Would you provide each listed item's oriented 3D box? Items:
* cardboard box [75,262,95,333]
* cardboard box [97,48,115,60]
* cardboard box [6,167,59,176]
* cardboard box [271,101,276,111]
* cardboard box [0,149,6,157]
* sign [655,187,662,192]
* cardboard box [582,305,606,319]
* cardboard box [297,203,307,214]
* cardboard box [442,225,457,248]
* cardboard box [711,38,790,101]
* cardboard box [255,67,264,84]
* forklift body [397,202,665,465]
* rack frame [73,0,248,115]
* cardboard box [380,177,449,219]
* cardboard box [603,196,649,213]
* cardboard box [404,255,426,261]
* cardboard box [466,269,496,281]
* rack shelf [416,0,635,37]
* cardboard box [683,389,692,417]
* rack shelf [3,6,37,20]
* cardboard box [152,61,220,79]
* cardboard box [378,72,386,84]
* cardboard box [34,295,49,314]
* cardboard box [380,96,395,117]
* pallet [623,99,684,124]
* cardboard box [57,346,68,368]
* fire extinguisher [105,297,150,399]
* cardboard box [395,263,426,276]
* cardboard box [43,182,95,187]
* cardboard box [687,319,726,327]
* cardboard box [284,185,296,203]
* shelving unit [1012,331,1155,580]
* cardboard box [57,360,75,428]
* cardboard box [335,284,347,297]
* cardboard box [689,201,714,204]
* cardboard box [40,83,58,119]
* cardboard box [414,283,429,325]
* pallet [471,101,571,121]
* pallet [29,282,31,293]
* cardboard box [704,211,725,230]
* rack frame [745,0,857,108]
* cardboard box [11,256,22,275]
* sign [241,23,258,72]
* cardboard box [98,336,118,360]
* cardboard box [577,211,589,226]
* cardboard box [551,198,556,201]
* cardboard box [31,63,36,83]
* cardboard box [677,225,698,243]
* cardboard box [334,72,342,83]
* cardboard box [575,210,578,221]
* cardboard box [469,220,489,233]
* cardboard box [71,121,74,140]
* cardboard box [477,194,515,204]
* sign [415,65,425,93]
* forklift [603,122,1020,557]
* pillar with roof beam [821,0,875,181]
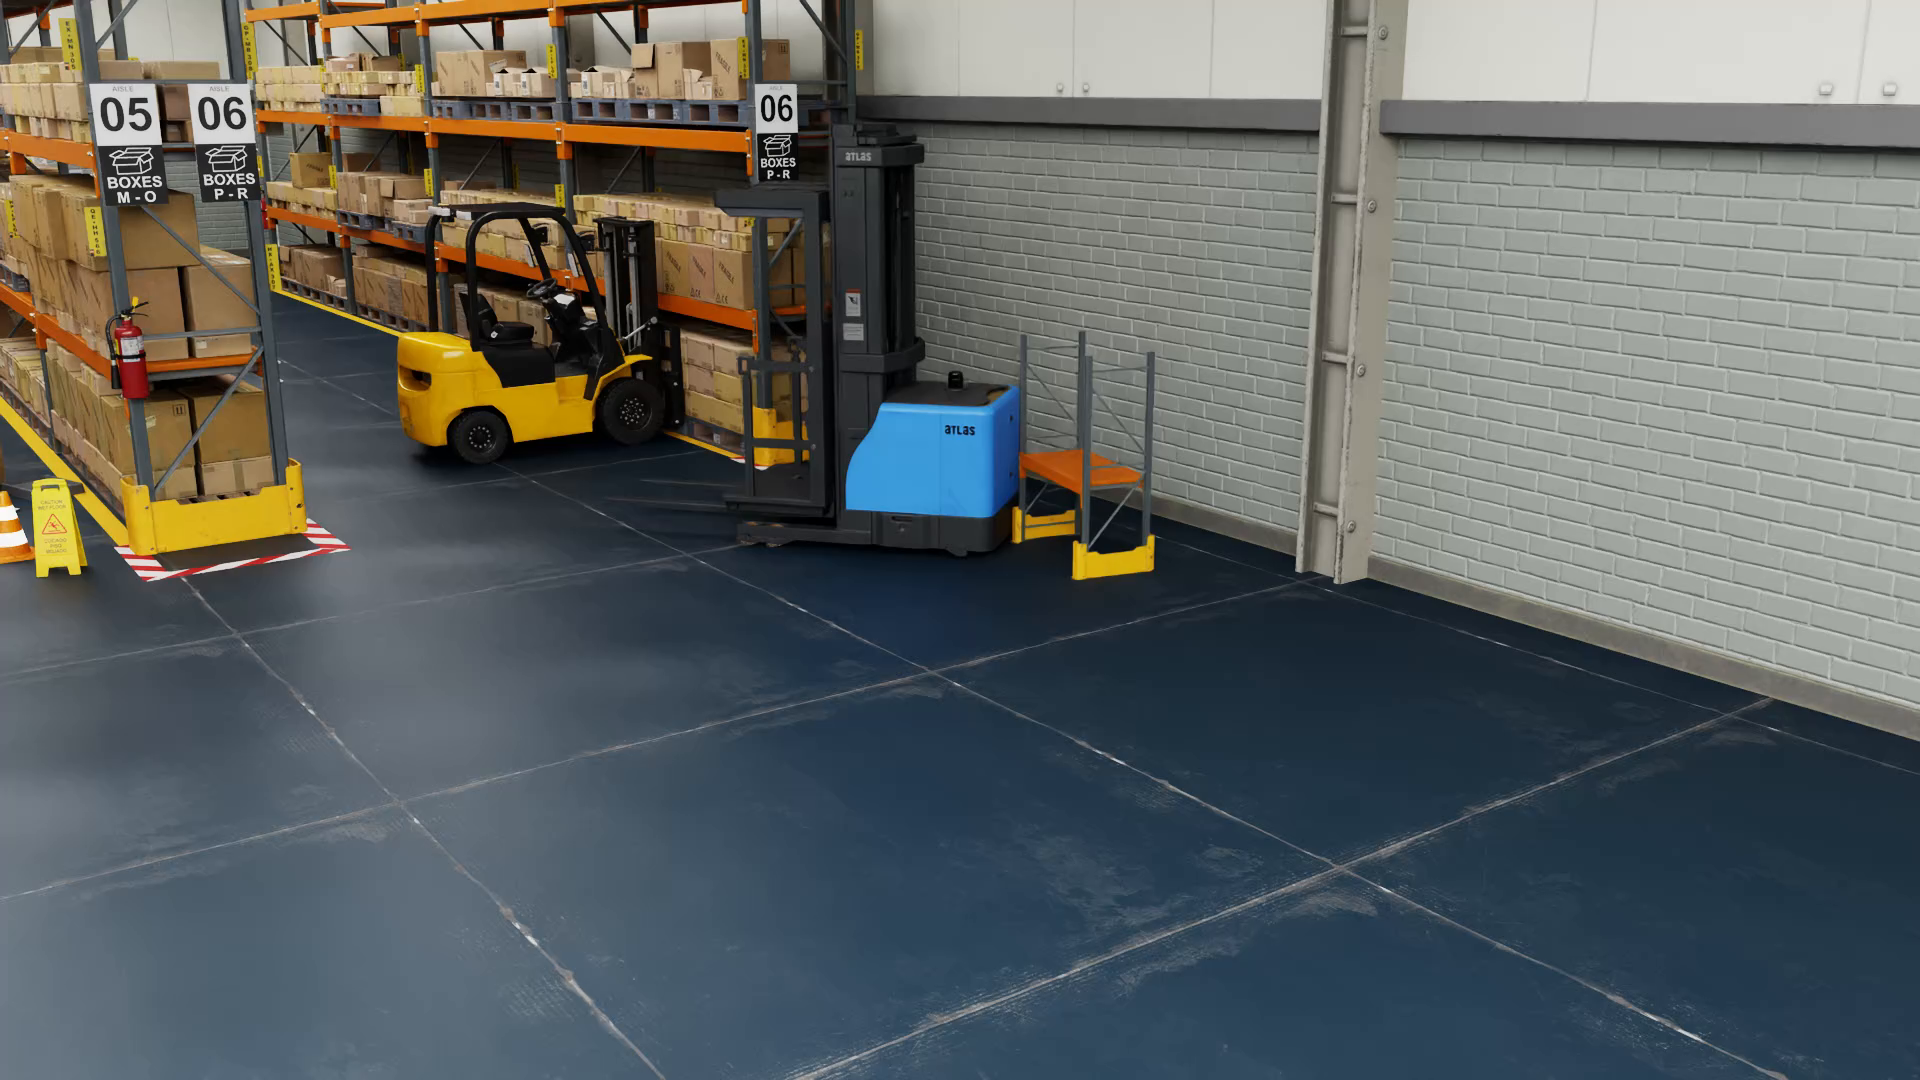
[{"bbox_3d":[-6.176,-1.813,12.266,0.500,0.500,0.500,-11,19,-34],"label":"cardboard box"},{"bbox_3d":[-8.015,-4.405,15.347,0.500,0.250,0.500,-11,19,-36],"label":"cardboard box"},{"bbox_3d":[-10.139,-3.823,18.277,0.500,0.500,0.500,-12,19,-36],"label":"cardboard box"},{"bbox_3d":[-10.363,-6.671,25.563,0.380,0.149,0.250,-10,18,-33],"label":"cardboard box"},{"bbox_3d":[-12.374,-4.954,21.182,0.380,0.149,0.250,-11,19,-35],"label":"cardboard box"},{"bbox_3d":[-3.234,-3.608,17.787,0.100,0.325,0.005,-11,19,-35],"label":"sign"},{"bbox_3d":[-3.651,-2.273,17.216,0.500,0.250,0.500,-11,19,-35],"label":"cardboard box"},{"bbox_3d":[-9.878,-5.059,25.352,0.380,0.149,0.250,-10,18,-33],"label":"cardboard box"},{"bbox_3d":[-5.971,-3.715,20.252,0.500,0.250,0.500,-11,19,-34],"label":"cardboard box"},{"bbox_3d":[-1.787,-4.014,14.205,0.500,0.500,0.500,-10,18,-33],"label":"cardboard box"},{"bbox_3d":[-10.680,-7.254,25.988,0.500,0.250,0.500,-11,19,-35],"label":"cardboard box"},{"bbox_3d":[-3.921,-1.924,15.032,2.313,2.155,1.214,-11,19,-35],"label":"forklift body"},{"bbox_3d":[-5.343,-4.334,10.866,1.000,3.000,0.127,-11,19,-35],"label":"rack frame"},{"bbox_3d":[-7.143,-4.492,21.816,0.797,0.503,0.637,-11,19,-36],"label":"cardboard box"},{"bbox_3d":[-3.350,-3.362,16.694,0.380,0.149,0.250,-11,19,-36],"label":"cardboard box"},{"bbox_3d":[-7.627,-3.944,23.516,0.380,0.149,0.250,-11,19,-34],"label":"cardboard box"},{"bbox_3d":[-6.223,-3.451,21.712,0.380,0.149,0.250,-10,18,-33],"label":"cardboard box"},{"bbox_3d":[-4.858,-5.847,18.512,1.077,0.370,4.000,-11,19,-35],"label":"rack shelf"},{"bbox_3d":[-2.433,-1.355,15.759,0.500,0.250,0.500,-11,19,-34],"label":"cardboard box"},{"bbox_3d":[-11.223,-5.930,18.815,1.077,0.370,4.000,-11,19,-35],"label":"rack shelf"},{"bbox_3d":[-5.387,-3.258,11.582,0.380,0.149,0.250,-11,19,-35],"label":"cardboard box"},{"bbox_3d":[-7.238,-5.935,21.361,0.380,0.149,0.250,-11,19,-34],"label":"cardboard box"},{"bbox_3d":[-7.769,-2.057,14.384,0.380,0.149,0.250,-11,19,-35],"label":"cardboard box"},{"bbox_3d":[-7.122,-5.581,21.385,0.500,0.250,0.500,-11,19,-35],"label":"cardboard box"},{"bbox_3d":[-2.446,-4.032,15.610,1.003,0.211,1.213,-11,19,-35],"label":"pallet"},{"bbox_3d":[-7.238,-1.532,13.756,0.380,0.149,0.250,-10,18,-32],"label":"cardboard box"},{"bbox_3d":[-5.648,-1.307,11.317,0.296,0.674,0.183,-11,19,-35],"label":"fire extinguisher"},{"bbox_3d":[-7.389,-3.644,22.419,0.380,0.149,0.250,-11,19,-34],"label":"cardboard box"},{"bbox_3d":[-6.675,-2.520,12.954,0.700,0.500,0.500,-11,19,-35],"label":"cardboard box"},{"bbox_3d":[-2.337,-2.028,16.321,0.500,0.250,0.500,-11,19,-36],"label":"cardboard box"},{"bbox_3d":[-10.091,-5.346,25.645,0.500,0.250,0.500,-11,19,-36],"label":"cardboard box"},{"bbox_3d":[0.847,-0.615,11.482,0.587,1.500,1.083,-6,16,-22],"label":"shelving unit"},{"bbox_3d":[-7.242,-1.252,13.962,0.500,0.500,0.500,-10,18,-32],"label":"cardboard box"},{"bbox_3d":[-8.951,-3.675,24.427,0.380,0.149,0.250,-12,19,-36],"label":"cardboard box"},{"bbox_3d":[-2.399,-3.212,16.148,0.380,0.149,0.250,-10,18,-33],"label":"cardboard box"},{"bbox_3d":[-6.465,-3.244,12.284,0.500,0.250,0.500,-10,18,-33],"label":"cardboard box"},{"bbox_3d":[-6.742,-3.082,21.596,0.500,0.500,0.500,-11,19,-35],"label":"cardboard box"},{"bbox_3d":[-4.903,-4.906,18.996,1.003,0.211,1.213,-10,18,-32],"label":"pallet"},{"bbox_3d":[-8.026,-2.388,15.482,1.003,0.211,1.213,-11,19,-35],"label":"pallet"},{"bbox_3d":[-2.057,-2.860,14.861,0.380,0.149,0.250,-10,18,-33],"label":"cardboard box"},{"bbox_3d":[-1.330,-5.105,13.683,1.000,3.000,0.127,-11,19,-35],"label":"rack frame"},{"bbox_3d":[-8.542,-2.552,15.397,0.380,0.149,0.250,-11,19,-35],"label":"cardboard box"},{"bbox_3d":[-4.904,-3.393,11.454,0.100,0.325,0.005,-11,19,-35],"label":"sign"},{"bbox_3d":[-5.974,-1.403,11.996,0.380,0.149,0.250,-11,19,-35],"label":"cardboard box"},{"bbox_3d":[-3.707,-3.318,17.099,0.380,0.149,0.250,-11,19,-35],"label":"cardboard box"},{"bbox_3d":[-4.422,-3.816,18.918,0.380,0.149,0.250,-11,19,-35],"label":"cardboard box"},{"bbox_3d":[-6.963,-3.617,12.894,0.380,0.149,0.250,-11,19,-35],"label":"cardboard box"},{"bbox_3d":[-2.370,-2.823,15.289,0.380,0.149,0.250,-12,19,-36],"label":"cardboard box"},{"bbox_3d":[-8.236,-6.256,22.495,0.380,0.149,0.250,-11,19,-36],"label":"cardboard box"},{"bbox_3d":[-4.062,-3.466,17.638,0.380,0.149,0.250,-10,18,-33],"label":"cardboard box"},{"bbox_3d":[-5.384,-3.735,19.376,0.500,0.250,0.500,-11,19,-36],"label":"cardboard box"},{"bbox_3d":[-6.080,-2.909,11.817,0.380,0.149,0.250,-10,18,-33],"label":"cardboard box"},{"bbox_3d":[-5.419,-3.957,19.433,0.380,0.149,0.250,-11,19,-34],"label":"cardboard box"},{"bbox_3d":[-6.474,-5.533,19.947,0.100,0.325,0.005,-11,19,-35],"label":"sign"},{"bbox_3d":[-1.110,-1.491,11.970,3.031,2.935,1.130,4,16,14],"label":"forklift"},{"bbox_3d":[-4.493,-4.726,12.296,9.100,9.000,0.400,-11,19,-35],"label":"pillar with roof beam"}]
